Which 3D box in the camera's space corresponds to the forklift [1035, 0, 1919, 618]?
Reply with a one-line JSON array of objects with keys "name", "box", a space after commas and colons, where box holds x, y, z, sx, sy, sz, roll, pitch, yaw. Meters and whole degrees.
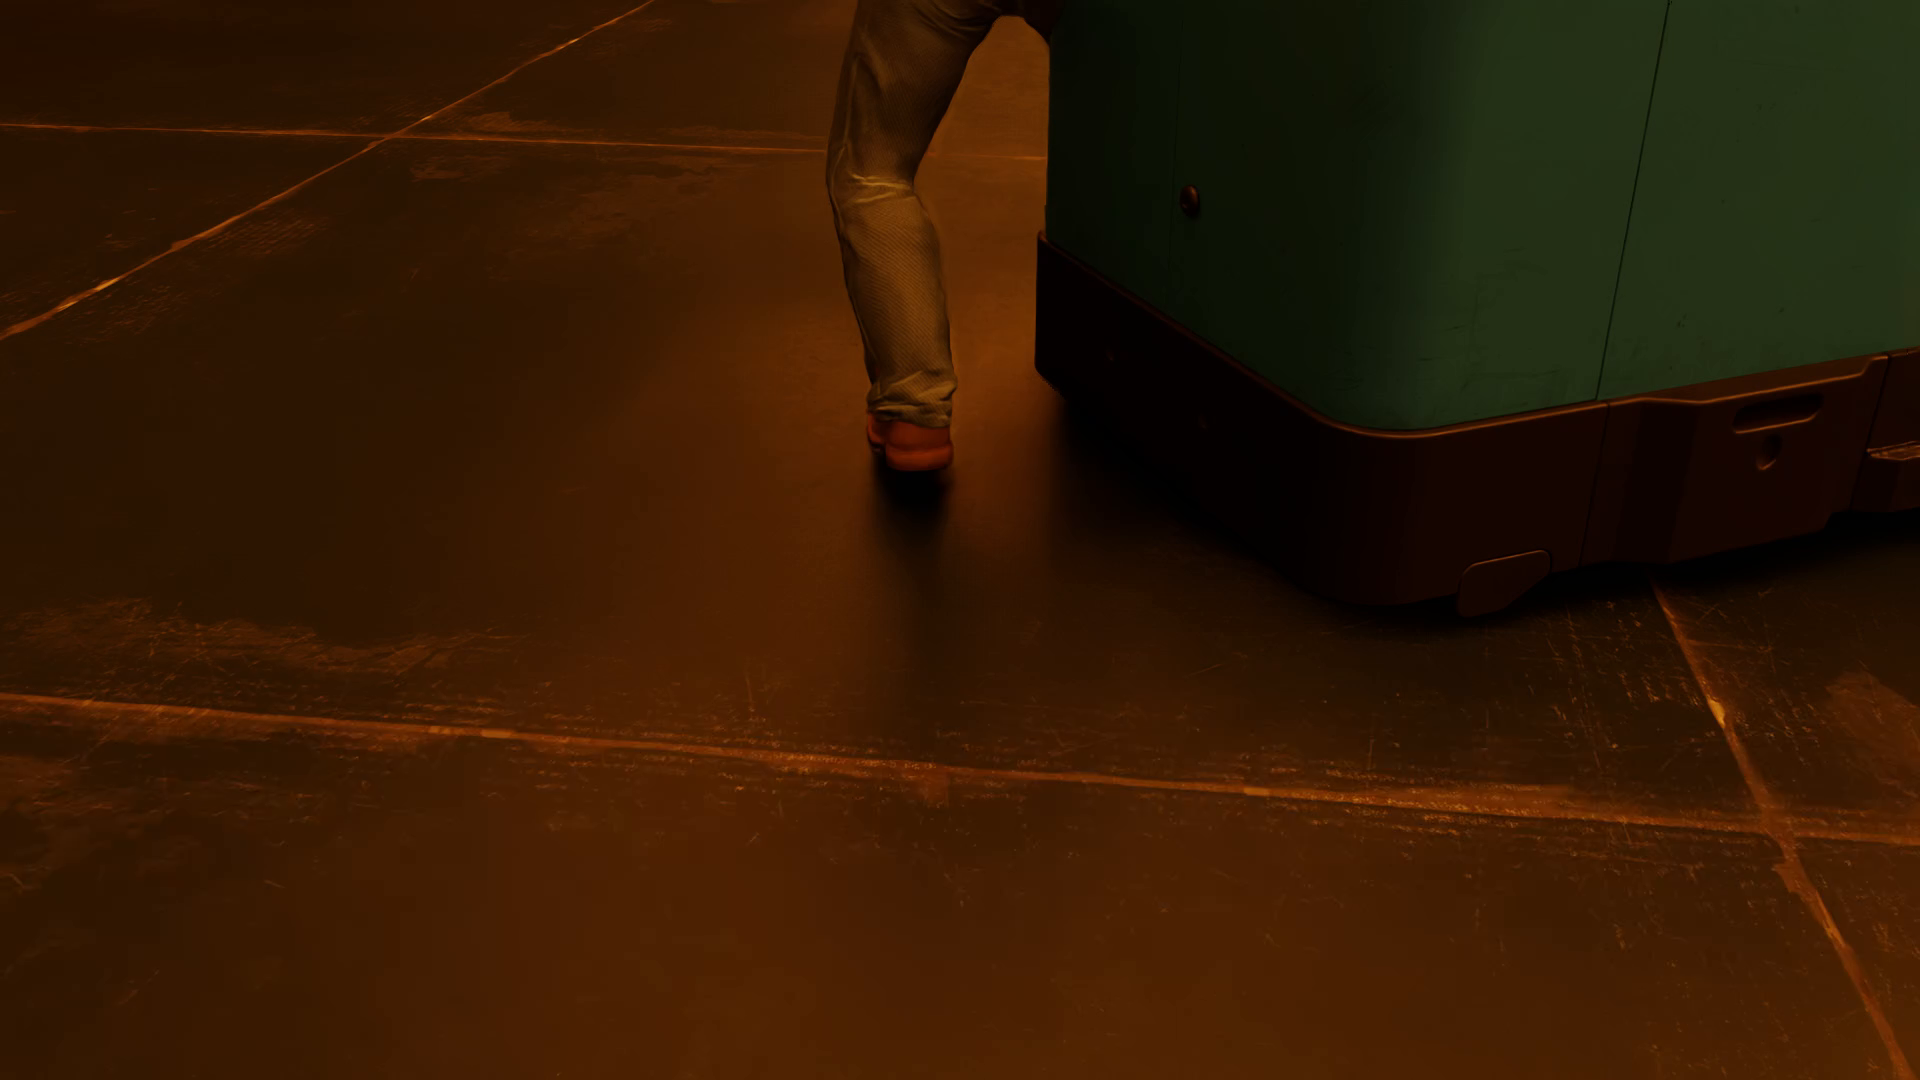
[{"name": "forklift", "box": [1.703, -1.613, 2.451, 3.031, 2.935, 1.130, -10, 28, -19]}]

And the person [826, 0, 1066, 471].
[{"name": "person", "box": [0.150, -0.994, 2.671, 0.800, 1.658, 0.877, -5, 27, -10]}]
